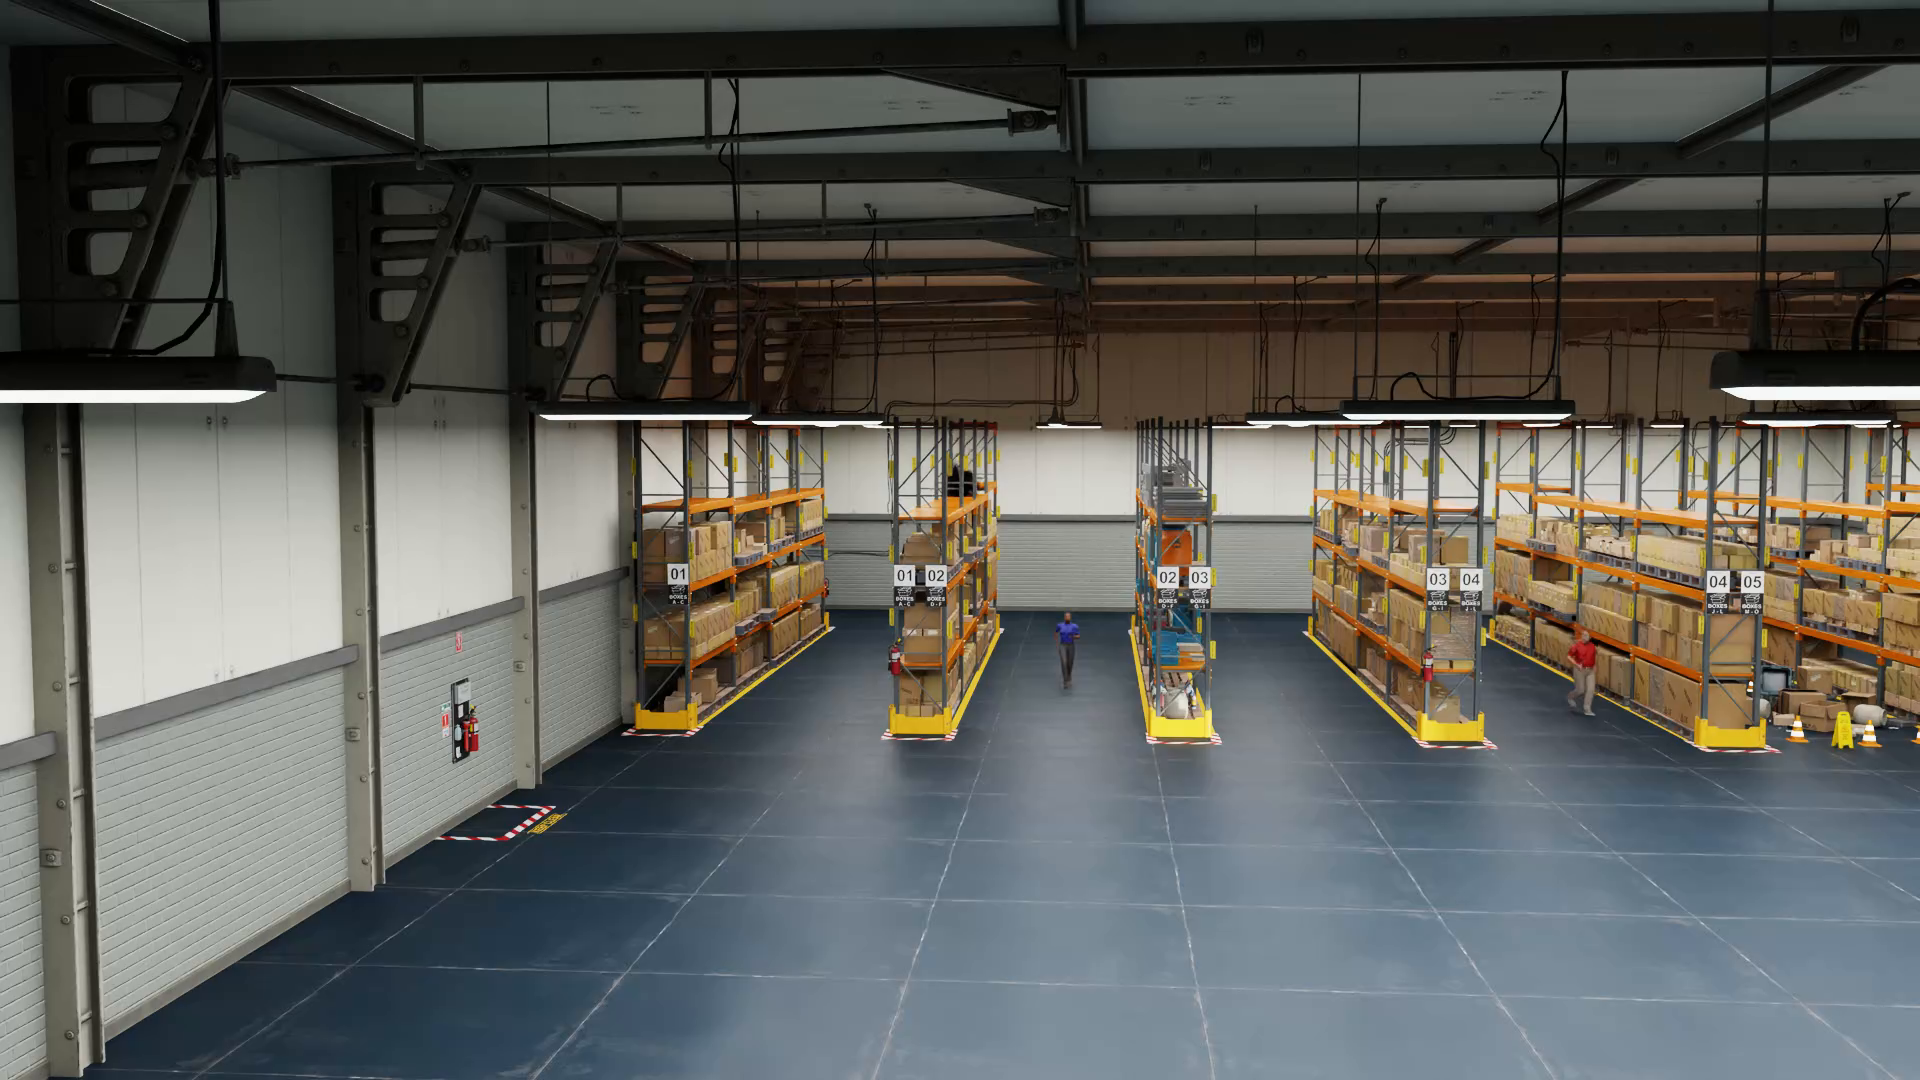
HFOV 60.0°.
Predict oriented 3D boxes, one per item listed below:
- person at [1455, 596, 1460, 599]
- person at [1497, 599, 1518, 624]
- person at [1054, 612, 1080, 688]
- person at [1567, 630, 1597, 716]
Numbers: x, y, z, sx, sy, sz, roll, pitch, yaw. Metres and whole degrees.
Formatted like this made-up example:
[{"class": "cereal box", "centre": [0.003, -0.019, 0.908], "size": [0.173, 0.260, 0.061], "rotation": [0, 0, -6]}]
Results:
[{"class": "person", "centre": [13.931, 1.840, 46.779], "size": [0.866, 1.677, 0.580], "rotation": [-2, 4, -33]}, {"class": "person", "centre": [15.587, 1.753, 47.573], "size": [0.949, 1.713, 0.773], "rotation": [3, 5, 41]}, {"class": "person", "centre": [2.407, 2.435, 37.289], "size": [0.567, 1.661, 0.915], "rotation": [0, 4, -1]}, {"class": "person", "centre": [12.603, 2.670, 33.602], "size": [0.674, 1.696, 0.840], "rotation": [-1, 4, -8]}]
